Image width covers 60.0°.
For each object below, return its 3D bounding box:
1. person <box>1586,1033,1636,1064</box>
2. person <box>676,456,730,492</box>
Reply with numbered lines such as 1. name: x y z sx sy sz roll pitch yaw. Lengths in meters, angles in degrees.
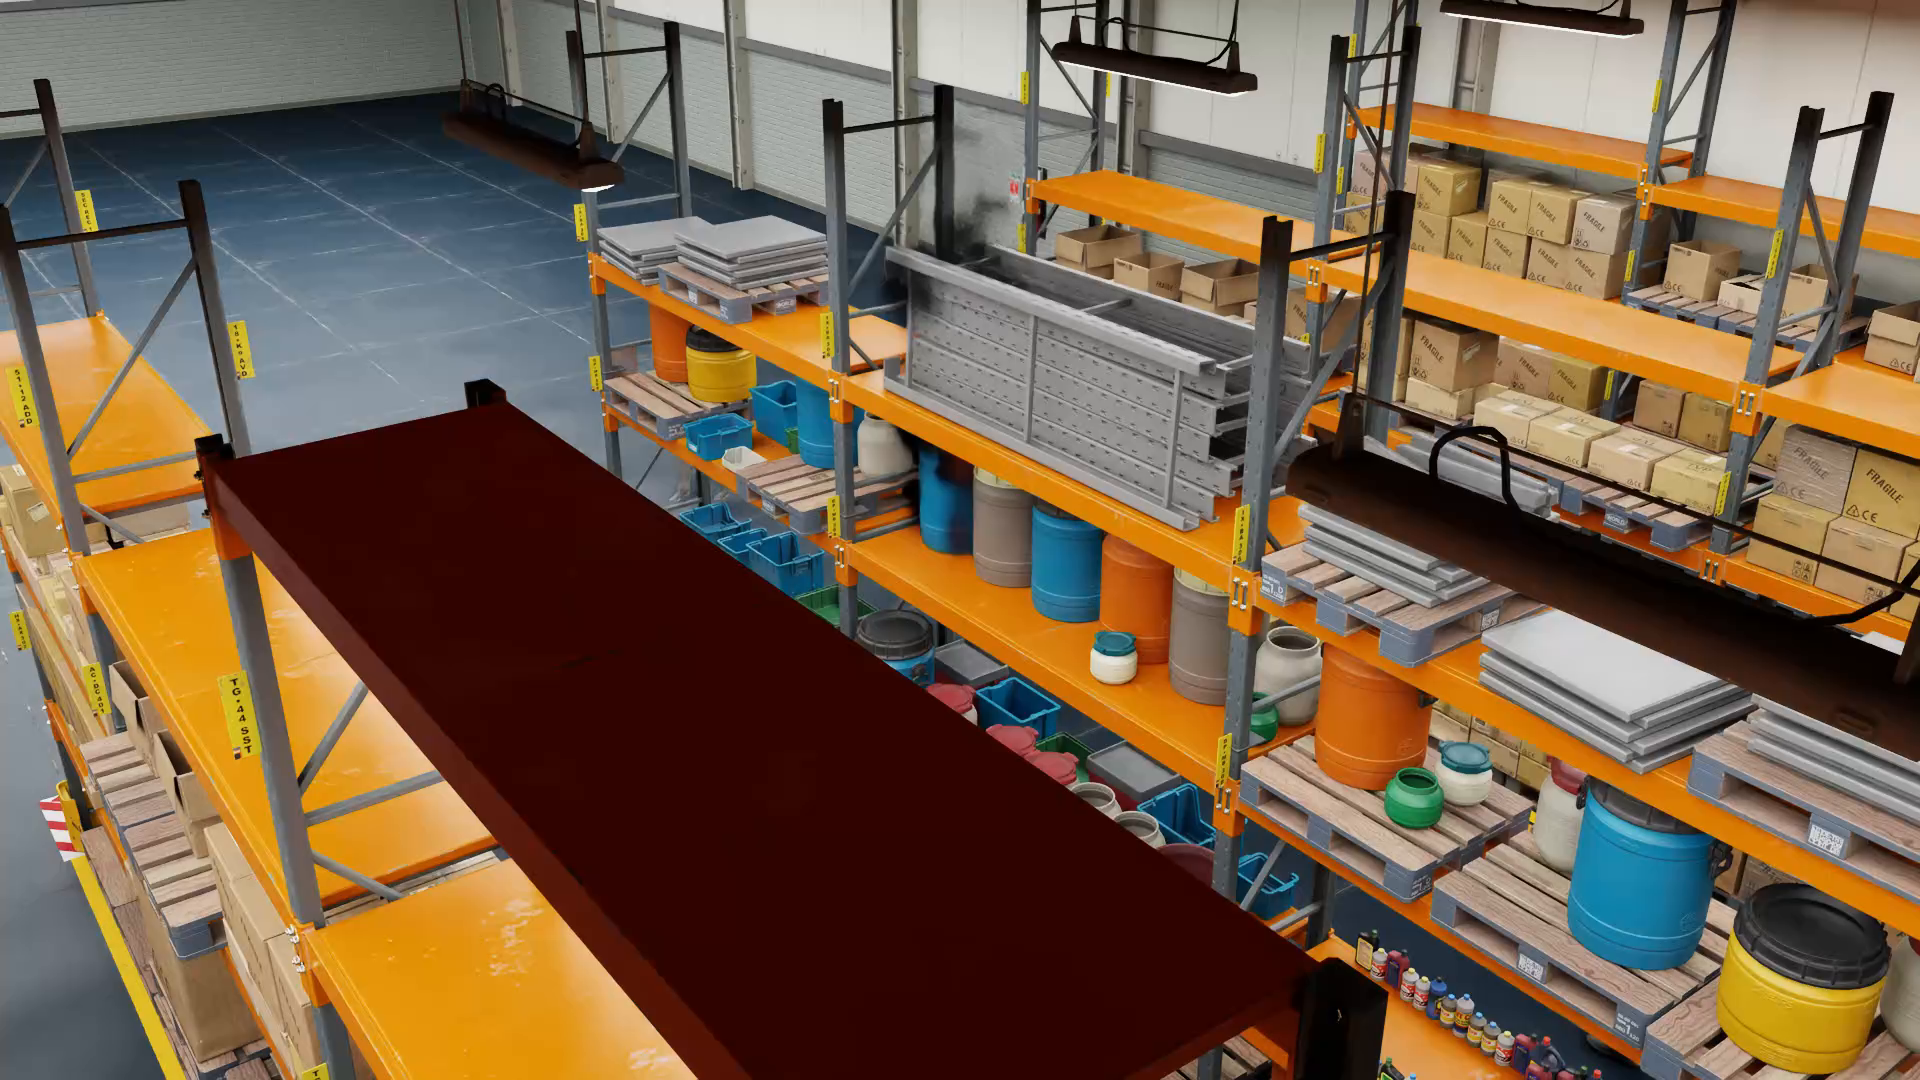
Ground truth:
1. person: 4.322 2.670 11.124 0.760 1.723 0.627 18 30 34
2. person: -3.099 -1.293 19.571 0.767 1.594 0.554 -3 25 -7
